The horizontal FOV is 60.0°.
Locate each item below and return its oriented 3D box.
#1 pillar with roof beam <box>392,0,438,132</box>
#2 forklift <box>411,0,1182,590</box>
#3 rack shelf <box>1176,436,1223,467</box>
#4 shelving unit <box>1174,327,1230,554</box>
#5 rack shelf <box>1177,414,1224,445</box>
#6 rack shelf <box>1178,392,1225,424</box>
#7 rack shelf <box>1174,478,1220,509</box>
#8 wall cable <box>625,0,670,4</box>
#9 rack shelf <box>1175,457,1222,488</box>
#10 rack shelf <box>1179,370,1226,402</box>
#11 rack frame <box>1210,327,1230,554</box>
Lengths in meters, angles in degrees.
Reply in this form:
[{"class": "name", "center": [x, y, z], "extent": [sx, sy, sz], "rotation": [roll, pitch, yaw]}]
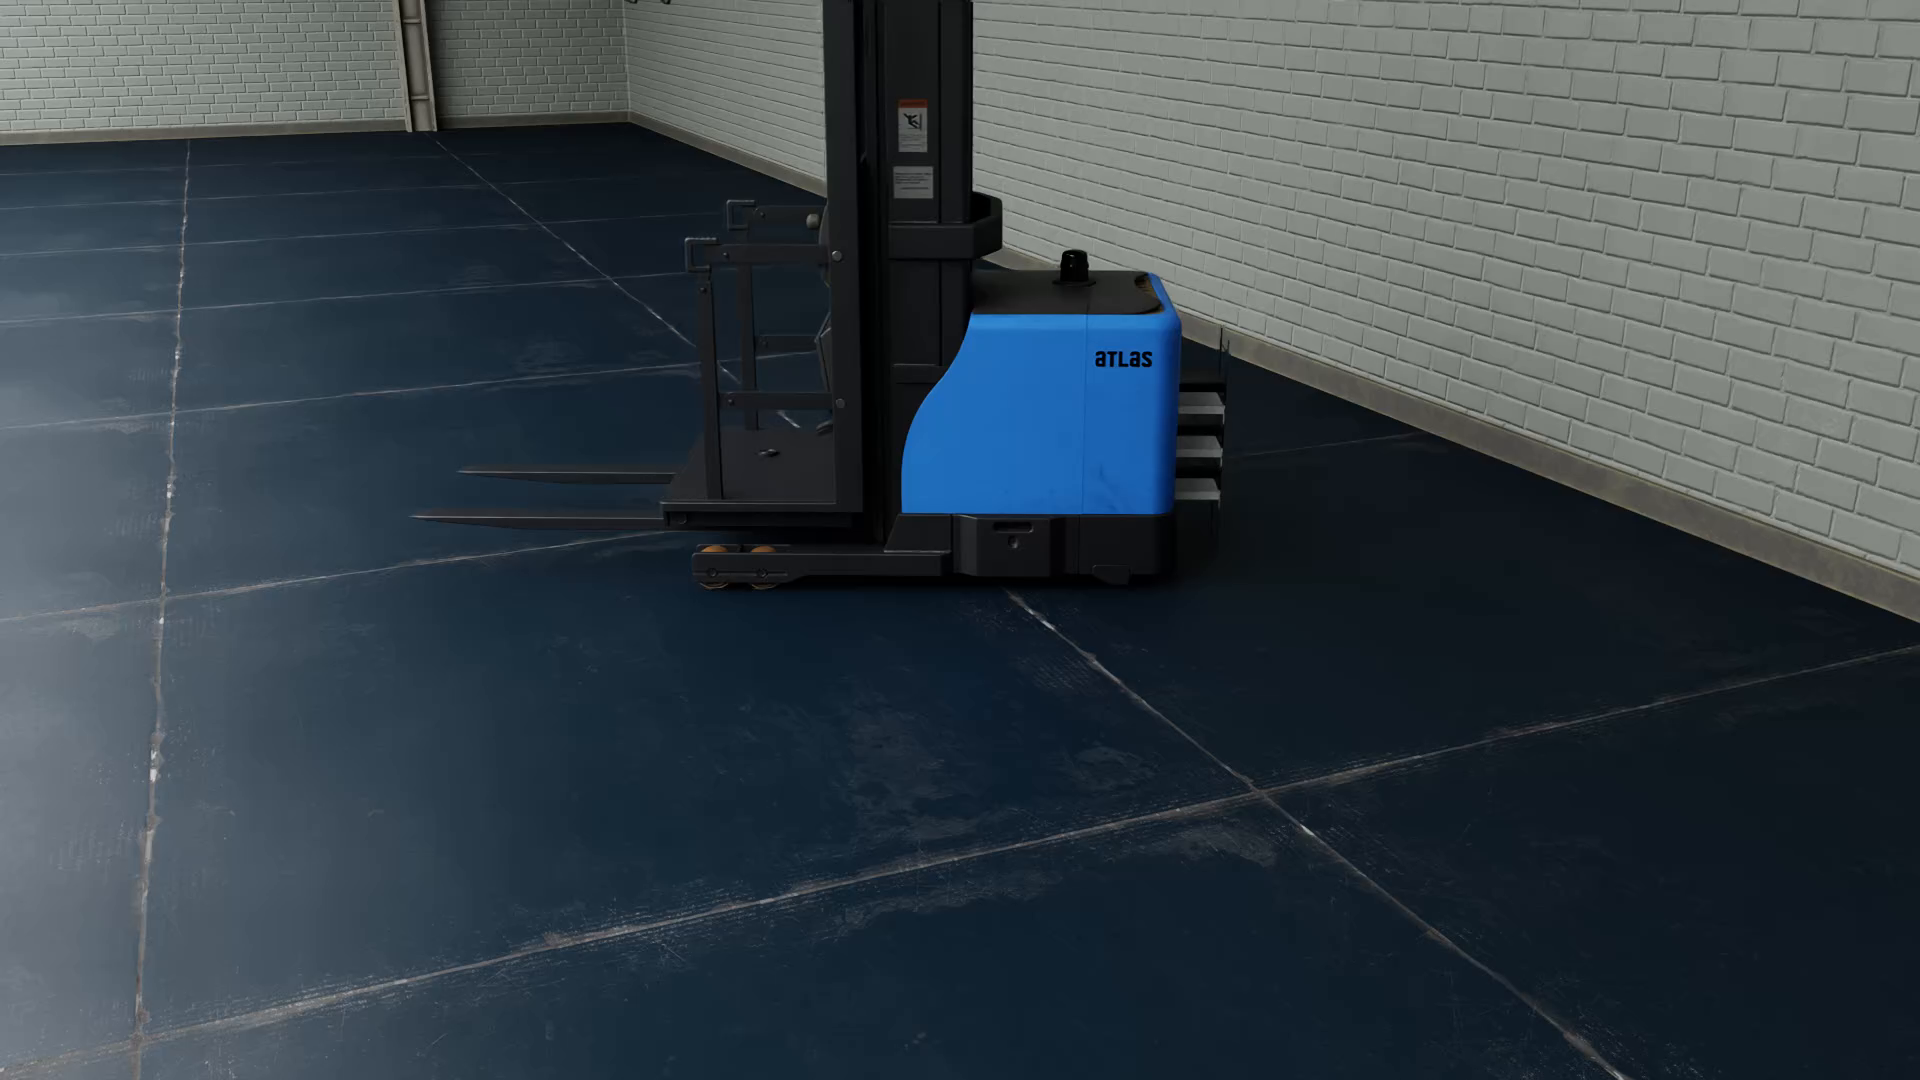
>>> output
[{"class": "pillar with roof beam", "center": [-5.858, -8.688, 18.147], "extent": [0.400, 9.000, 9.100], "rotation": [-8, 21, -22]}, {"class": "forklift", "center": [-0.664, -1.364, 6.483], "extent": [3.031, 2.935, 1.130], "rotation": [0, 19, 1]}, {"class": "rack shelf", "center": [0.962, -0.374, 6.831], "extent": [0.200, 0.077, 0.258], "rotation": [0, 19, 1]}, {"class": "shelving unit", "center": [0.962, -0.406, 6.820], "extent": [0.210, 0.900, 0.258], "rotation": [0, 19, 1]}, {"class": "rack shelf", "center": [0.962, -0.459, 6.801], "extent": [0.200, 0.077, 0.258], "rotation": [0, 19, 1]}, {"class": "rack shelf", "center": [0.962, -0.544, 6.771], "extent": [0.200, 0.077, 0.258], "rotation": [0, 19, 1]}, {"class": "rack shelf", "center": [0.962, -0.205, 6.890], "extent": [0.200, 0.077, 0.258], "rotation": [0, 19, 1]}, {"class": "wall cable", "center": [-4.334, -8.520, 22.346], "extent": [0.112, 2.526, 3.097], "rotation": [-8, 21, -22]}, {"class": "rack shelf", "center": [0.962, -0.289, 6.861], "extent": [0.200, 0.077, 0.258], "rotation": [0, 19, 1]}, {"class": "rack shelf", "center": [0.962, -0.629, 6.741], "extent": [0.200, 0.077, 0.258], "rotation": [0, 19, 1]}, {"class": "rack frame", "center": [1.063, -0.405, 6.818], "extent": [0.006, 0.900, 0.240], "rotation": [0, 19, 1]}]
